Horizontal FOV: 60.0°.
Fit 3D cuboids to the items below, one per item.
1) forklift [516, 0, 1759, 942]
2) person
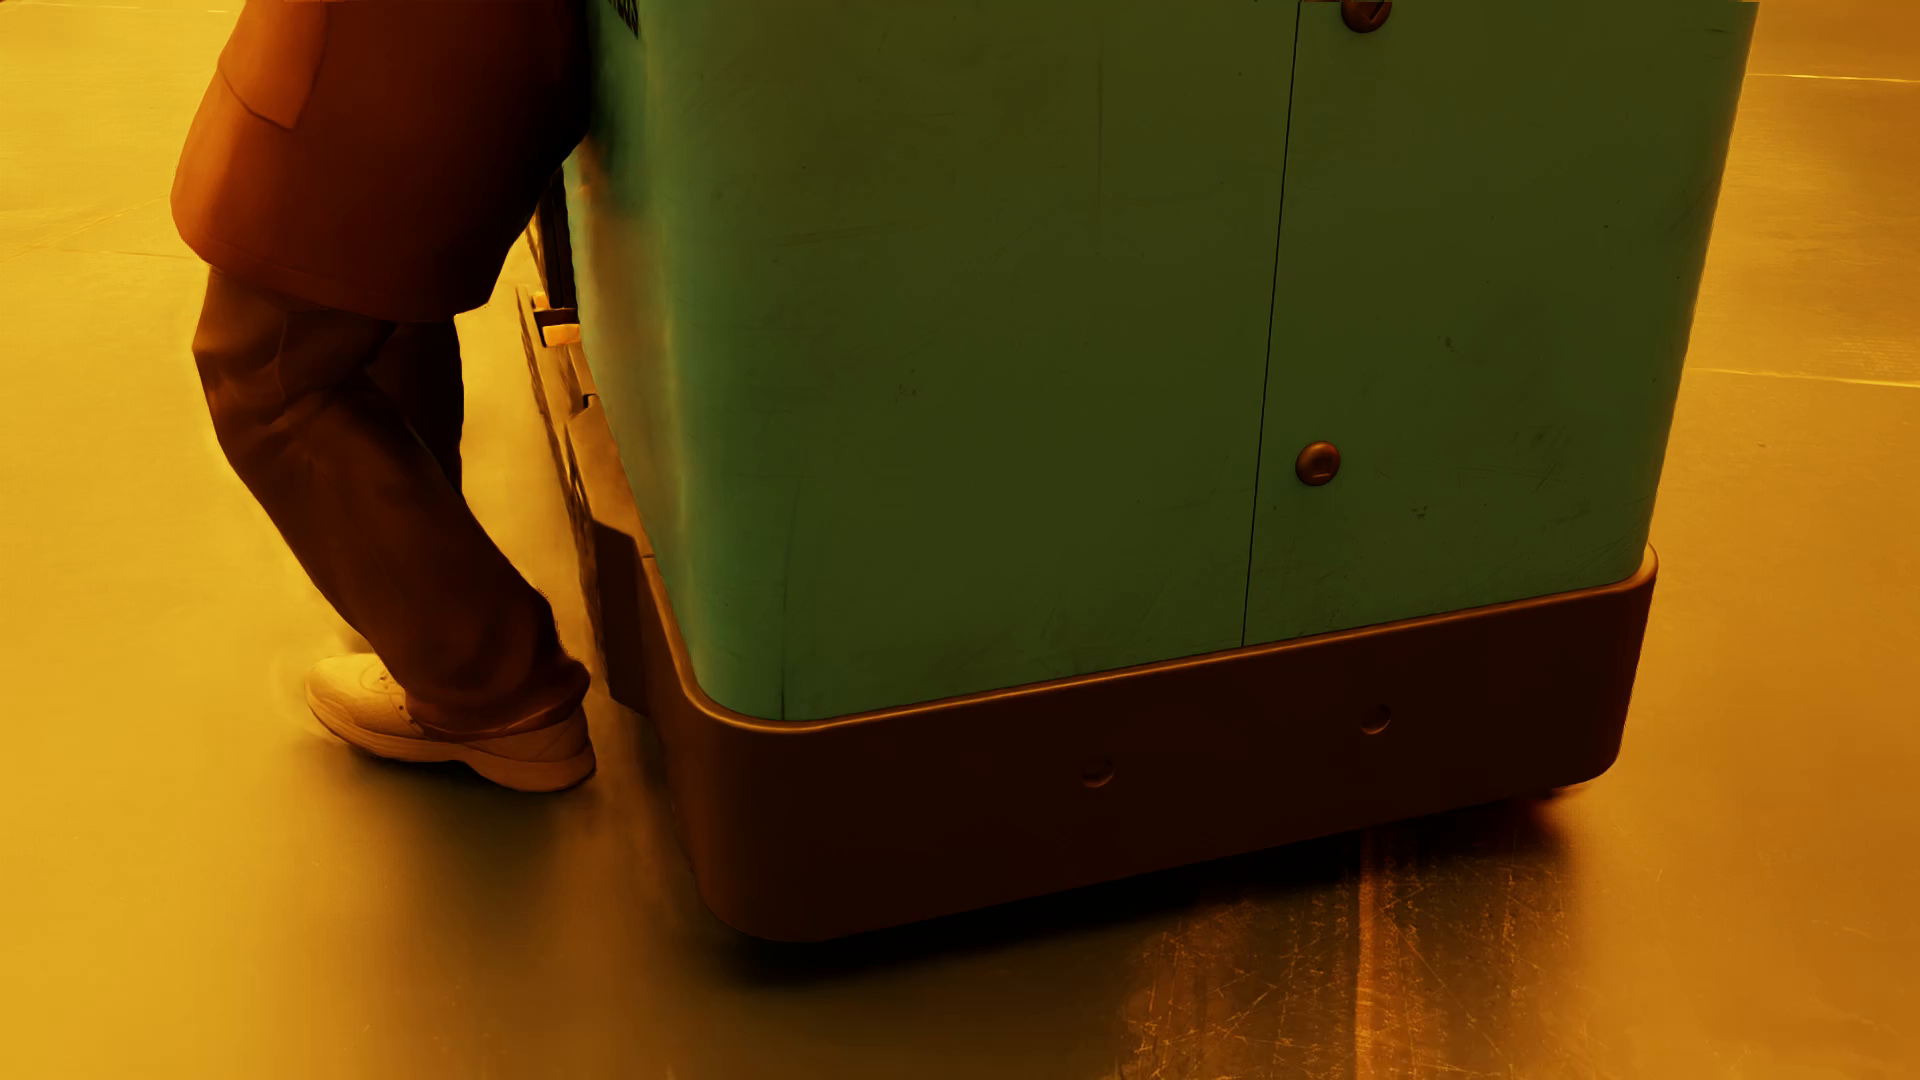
[{"bbox_3d":[-0.187,-1.570,2.359,1.130,2.935,3.031,-8,28,-16],"label":"forklift"},{"bbox_3d":[-0.686,-0.544,1.757,0.669,1.756,0.912,7,28,14],"label":"person"}]
